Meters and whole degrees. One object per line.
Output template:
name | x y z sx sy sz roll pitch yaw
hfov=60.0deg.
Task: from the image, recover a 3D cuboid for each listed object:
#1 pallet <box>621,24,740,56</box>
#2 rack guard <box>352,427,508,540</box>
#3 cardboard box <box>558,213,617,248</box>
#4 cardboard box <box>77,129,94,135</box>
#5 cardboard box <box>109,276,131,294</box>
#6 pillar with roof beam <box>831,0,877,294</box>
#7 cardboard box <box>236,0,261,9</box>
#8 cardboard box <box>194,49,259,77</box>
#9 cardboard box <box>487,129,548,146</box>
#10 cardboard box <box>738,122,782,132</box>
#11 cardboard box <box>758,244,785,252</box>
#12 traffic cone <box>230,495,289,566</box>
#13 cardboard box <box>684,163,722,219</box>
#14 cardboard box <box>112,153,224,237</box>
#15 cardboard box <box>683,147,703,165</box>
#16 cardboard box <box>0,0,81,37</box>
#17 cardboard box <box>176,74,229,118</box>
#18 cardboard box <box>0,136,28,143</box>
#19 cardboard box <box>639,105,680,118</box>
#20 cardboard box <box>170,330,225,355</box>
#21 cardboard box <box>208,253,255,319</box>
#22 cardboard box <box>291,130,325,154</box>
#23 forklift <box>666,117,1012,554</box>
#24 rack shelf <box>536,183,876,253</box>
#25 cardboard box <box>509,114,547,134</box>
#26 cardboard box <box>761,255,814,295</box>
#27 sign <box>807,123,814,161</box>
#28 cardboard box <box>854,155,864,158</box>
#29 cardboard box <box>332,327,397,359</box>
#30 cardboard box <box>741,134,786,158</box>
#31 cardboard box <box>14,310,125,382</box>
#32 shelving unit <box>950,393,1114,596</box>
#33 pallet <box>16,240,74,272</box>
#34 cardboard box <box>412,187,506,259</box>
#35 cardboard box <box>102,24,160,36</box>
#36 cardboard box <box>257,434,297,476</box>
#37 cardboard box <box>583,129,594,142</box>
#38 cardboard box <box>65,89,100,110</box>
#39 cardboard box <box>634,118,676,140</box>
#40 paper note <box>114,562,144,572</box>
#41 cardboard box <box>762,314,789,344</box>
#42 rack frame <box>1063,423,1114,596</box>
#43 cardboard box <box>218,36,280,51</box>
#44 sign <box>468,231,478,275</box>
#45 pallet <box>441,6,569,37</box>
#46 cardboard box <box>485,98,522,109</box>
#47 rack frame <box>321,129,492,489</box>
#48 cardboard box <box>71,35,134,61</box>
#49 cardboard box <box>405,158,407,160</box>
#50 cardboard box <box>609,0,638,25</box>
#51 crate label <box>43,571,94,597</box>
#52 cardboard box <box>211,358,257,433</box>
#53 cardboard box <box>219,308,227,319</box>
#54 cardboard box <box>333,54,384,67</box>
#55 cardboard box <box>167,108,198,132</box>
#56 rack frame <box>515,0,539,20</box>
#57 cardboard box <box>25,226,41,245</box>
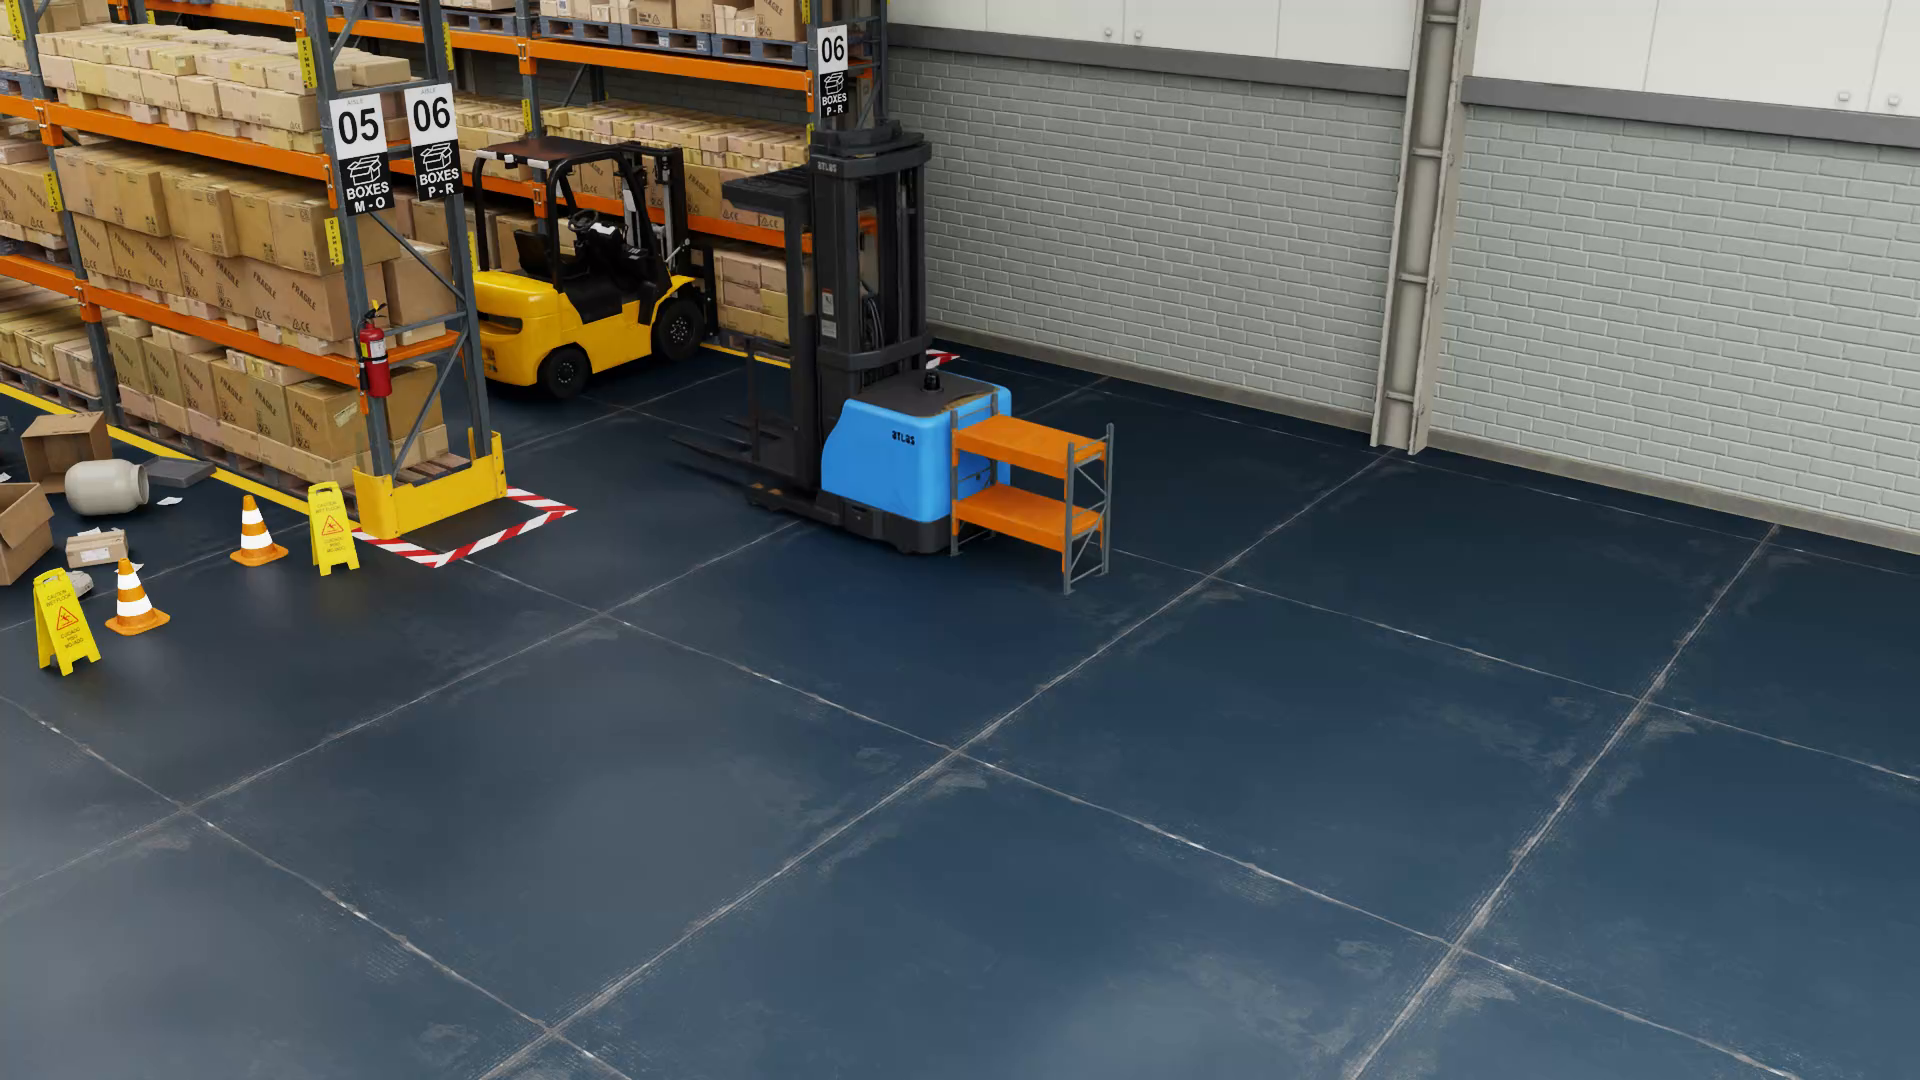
pallet | -2.557 -4.983 16.380 1.213 0.211 1.003 17 29 33
rack guard | -4.061 -0.449 12.800 0.348 0.500 1.175 17 29 33
cardboard box | -4.028 -3.318 17.859 0.500 0.250 0.500 16 29 33
cardboard box | -12.736 -5.697 24.189 0.500 0.500 0.700 18 30 35
cardboard box | -6.908 -2.203 13.992 0.250 0.149 0.380 18 29 35
pillar with roof beam | -3.625 -4.993 12.571 0.400 9.000 9.100 17 29 33
cardboard box | -8.387 -6.583 20.086 0.500 0.250 0.500 17 29 33
cardboard box | -5.404 -3.526 12.284 0.250 0.149 0.380 16 28 32
cardboard box | -4.774 -4.341 18.098 0.500 0.250 0.500 16 28 32
cardboard box | -1.991 -4.060 16.597 0.250 0.149 0.380 18 29 35
cardboard box | -1.700 -2.865 16.833 0.500 0.250 0.500 17 29 33
traffic cone | -5.118 -0.102 12.057 0.334 0.463 0.336 17 29 33
cardboard box | -2.398 -3.509 16.521 0.500 0.500 0.500 16 29 32
cardboard box | -6.198 -2.744 13.176 0.500 0.500 0.700 16 28 32
cardboard box | -2.513 -3.815 16.411 0.250 0.149 0.380 17 29 34
cardboard box | -7.742 -4.366 13.914 0.500 0.250 0.500 18 29 34
cardboard box | -5.391 -3.298 12.262 0.500 0.250 0.500 18 29 35
cardboard box | -8.499 -3.473 14.744 0.250 0.149 0.380 15 28 31
cardboard box | -3.157 -4.469 17.527 0.250 0.149 0.380 16 28 32
cardboard box | -6.198 -1.649 13.577 0.250 0.149 0.380 19 30 36
cardboard box | -5.396 -2.044 12.826 0.500 0.500 0.500 17 29 33
cardboard box | -4.454 -2.828 11.691 0.250 0.149 0.380 17 29 34
forklift | -1.062 -1.713 12.653 3.031 2.935 1.130 18 30 36
rack shelf | -2.627 -3.331 17.134 4.000 0.370 1.077 17 29 33
cardboard box | -4.634 -4.498 17.960 0.250 0.149 0.380 18 29 35
cardboard box | -1.582 -2.579 16.184 0.500 0.250 0.500 18 29 35
sign | -1.363 -3.644 15.220 0.005 0.325 0.100 17 29 33
cardboard box | -1.142 -3.685 16.116 0.250 0.149 0.380 16 28 32
cardboard box | -4.428 -1.481 12.354 0.250 0.149 0.380 18 29 35
cardboard box | -1.881 -3.779 15.959 0.250 0.149 0.380 18 29 34
cardboard box | -8.200 -1.830 15.573 0.625 0.372 0.950 19 30 36
shelving unit | 0.495 -0.338 11.773 1.048 1.125 0.538 18 30 36
pallet | -7.726 -2.686 15.014 1.213 0.211 1.003 17 29 33
cardboard box | -5.871 -3.744 19.601 0.625 0.625 0.875 15 28 31
cardboard box | -6.817 -4.158 13.721 0.250 0.149 0.380 18 29 34
cardboard box | -5.219 -0.745 13.261 0.500 0.250 0.500 17 29 33
cardboard box | -3.697 -4.209 17.304 0.250 0.149 0.380 17 29 33
cardboard box | -6.925 -3.563 13.358 0.250 0.149 0.380 17 29 33
cardboard box | -3.072 -4.164 16.834 0.250 0.149 0.380 17 29 33
paper note | -5.951 0.198 11.914 0.142 0.019 0.148 7 25 15
cardboard box | -1.592 -2.123 16.387 0.500 0.250 0.500 17 29 34
rack frame | 0.886 -0.207 11.475 0.032 1.125 0.500 18 30 36
cardboard box | -5.519 -3.814 12.940 0.250 0.149 0.380 17 29 34
sign | -3.675 -2.146 12.477 0.005 0.325 0.100 17 29 33
pallet | -4.941 -5.639 17.995 1.217 0.209 0.805 16 28 31
cardboard box | -5.163 -4.907 18.889 0.250 0.149 0.380 17 29 33
rack frame | -4.001 -1.575 12.254 0.127 3.000 1.000 17 29 33
cardboard box | -6.714 -3.863 13.050 0.250 0.149 0.380 16 28 32
cardboard box | -6.404 -4.611 19.332 0.500 0.250 0.500 16 28 32
cardboard box | -3.222 -5.237 16.367 0.258 0.266 0.396 16 28 32
crate label | -6.178 0.318 11.510 0.298 0.136 0.250 3 24 6
cardboard box | -5.617 -1.211 13.388 0.500 0.500 0.500 16 28 32
cardboard box | -5.640 -1.857 13.207 0.250 0.149 0.380 17 29 33
cardboard box | -4.374 -3.405 12.011 0.250 0.149 0.380 17 29 33
cardboard box | -5.710 -3.185 12.502 0.250 0.149 0.380 16 29 33
rack frame | -4.227 -6.890 16.877 0.127 3.000 1.000 17 29 33
cardboard box | -7.979 -2.724 14.654 0.250 0.149 0.380 16 28 32
